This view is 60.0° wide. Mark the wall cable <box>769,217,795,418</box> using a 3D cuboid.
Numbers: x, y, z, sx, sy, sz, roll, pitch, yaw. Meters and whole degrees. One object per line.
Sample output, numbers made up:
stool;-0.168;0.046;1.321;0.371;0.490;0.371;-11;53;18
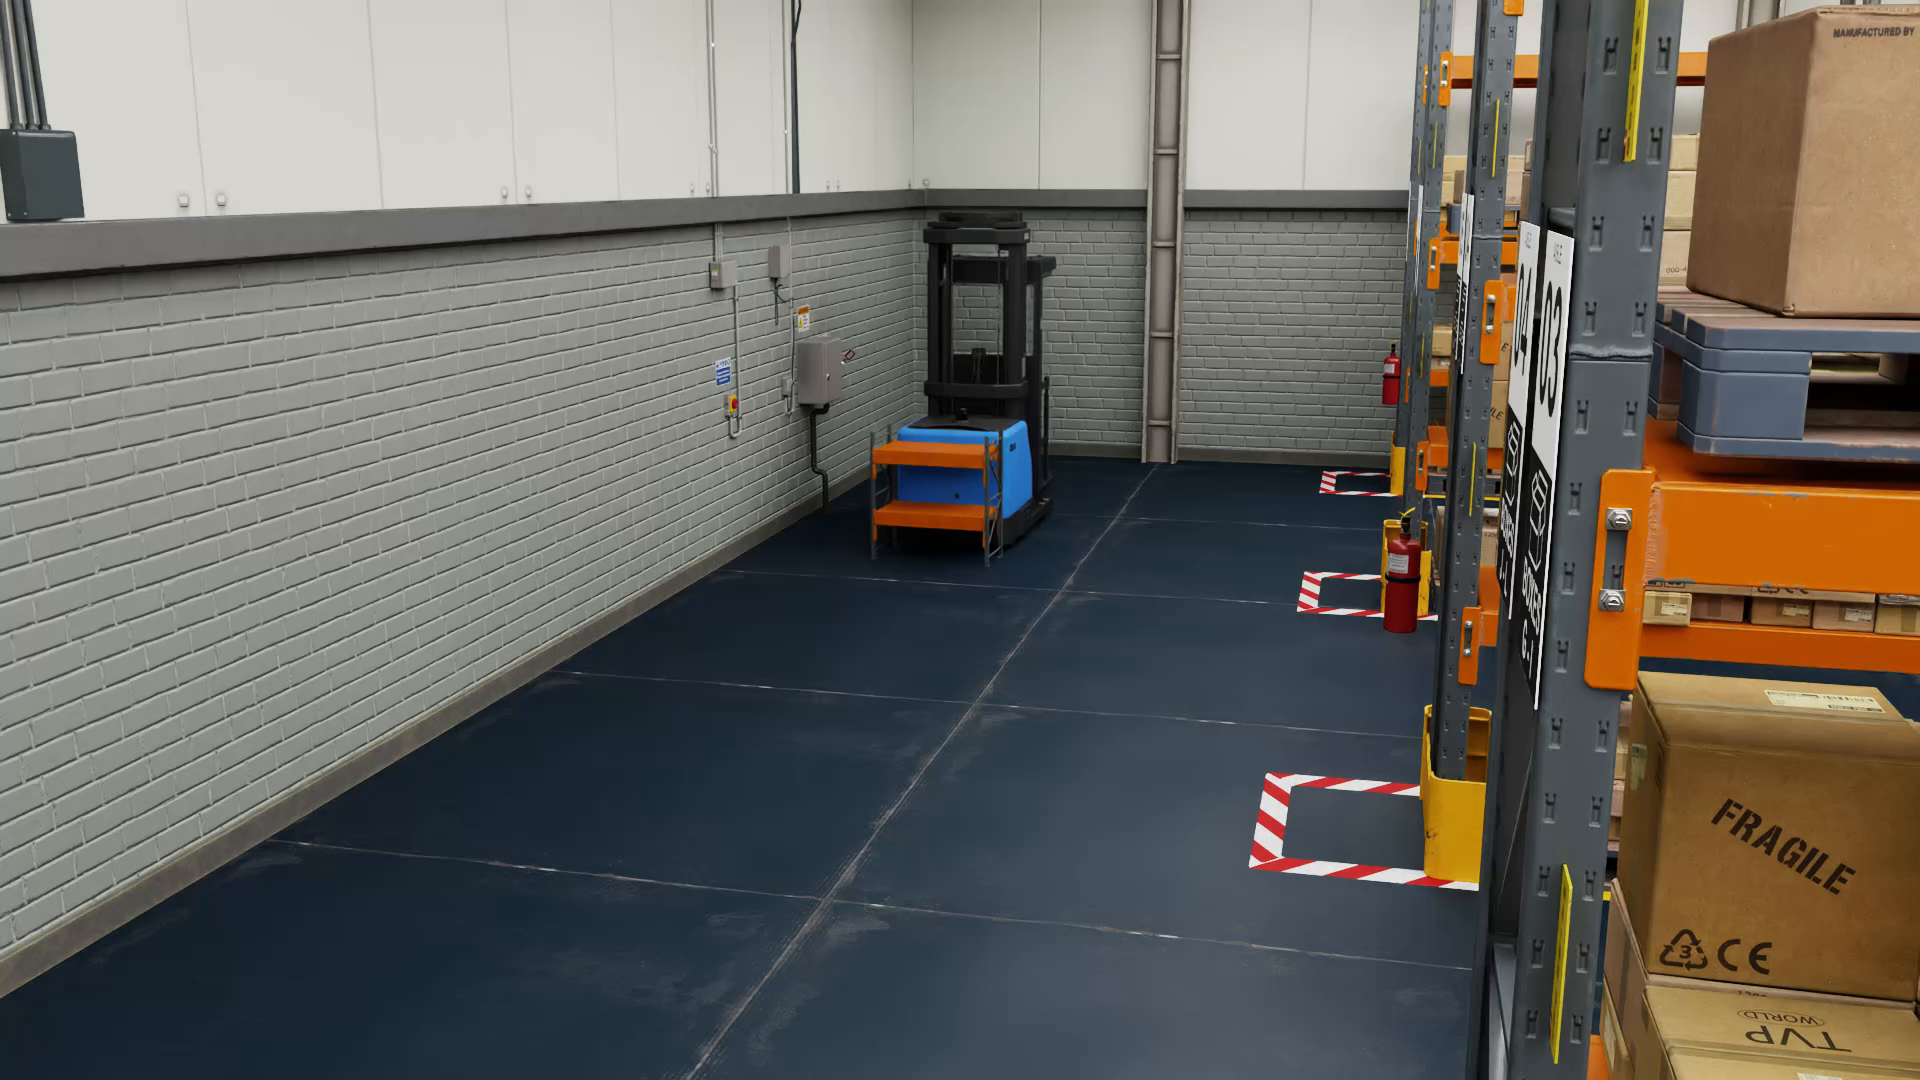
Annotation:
wall cable;-1.609;-2.095;15.404;0.122;1.984;0.588;3;13;14

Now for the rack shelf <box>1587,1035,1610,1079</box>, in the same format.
rack shelf;3.110;1.527;3.087;4.000;0.370;1.077;3;13;14

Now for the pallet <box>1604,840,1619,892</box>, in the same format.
pallet;3.308;1.449;8.216;1.213;0.211;1.003;3;13;14

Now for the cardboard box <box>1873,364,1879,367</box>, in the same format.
cardboard box;4.313;-0.487;7.276;0.500;0.500;0.500;3;13;12

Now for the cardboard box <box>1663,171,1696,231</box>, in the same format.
cardboard box;3.325;-1.497;7.322;0.500;0.250;0.500;3;13;13

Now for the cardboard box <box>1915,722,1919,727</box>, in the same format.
cardboard box;4.772;1.011;7.990;0.250;0.149;0.380;3;13;11

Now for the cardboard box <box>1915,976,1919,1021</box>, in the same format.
cardboard box;2.194;0.996;3.480;0.500;0.250;0.500;3;13;13

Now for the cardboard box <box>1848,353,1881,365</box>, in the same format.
cardboard box;4.472;-0.598;7.780;0.500;0.500;0.500;3;13;12

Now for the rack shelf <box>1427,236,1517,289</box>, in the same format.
rack shelf;5.484;-2.022;12.156;4.000;0.370;1.077;3;13;14

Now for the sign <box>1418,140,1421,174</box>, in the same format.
sign;4.598;-3.833;16.642;0.005;0.325;0.100;3;13;14

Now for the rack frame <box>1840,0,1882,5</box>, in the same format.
rack frame;8.611;-4.777;15.990;0.127;3.000;1.000;3;13;14

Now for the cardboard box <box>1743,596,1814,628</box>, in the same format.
cardboard box;3.738;0.276;7.644;0.250;0.149;0.380;3;13;13

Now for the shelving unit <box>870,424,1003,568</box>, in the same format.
shelving unit;-0.198;-0.393;14.408;1.048;1.125;0.538;4;13;16

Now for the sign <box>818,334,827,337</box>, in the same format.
sign;-1.376;-1.802;16.651;0.001;0.494;0.329;3;13;14

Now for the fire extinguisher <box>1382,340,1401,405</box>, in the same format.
fire extinguisher;4.474;-1.747;17.221;0.183;0.674;0.296;3;13;14

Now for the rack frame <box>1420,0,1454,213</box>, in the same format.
rack frame;3.542;-3.941;12.221;0.127;3.000;1.000;3;13;14

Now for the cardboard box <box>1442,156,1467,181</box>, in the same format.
cardboard box;5.099;-3.761;16.839;0.500;0.250;0.500;3;13;13

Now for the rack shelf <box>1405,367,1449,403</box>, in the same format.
rack shelf;6.670;-1.601;17.186;4.000;0.370;1.077;3;13;14

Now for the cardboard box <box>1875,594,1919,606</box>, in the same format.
cardboard box;4.319;-0.003;7.404;0.500;0.500;0.500;3;13;12

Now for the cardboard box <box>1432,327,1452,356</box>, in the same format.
cardboard box;5.104;-2.048;17.198;0.500;0.250;0.500;3;13;14

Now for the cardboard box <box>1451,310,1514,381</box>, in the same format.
cardboard box;3.940;-1.464;12.369;0.500;0.500;0.500;3;13;12

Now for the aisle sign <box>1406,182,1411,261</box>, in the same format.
aisle sign;4.591;-3.267;17.032;0.004;0.787;0.394;3;13;14

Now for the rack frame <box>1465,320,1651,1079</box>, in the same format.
rack frame;1.168;1.072;3.477;0.127;3.000;1.000;3;13;14

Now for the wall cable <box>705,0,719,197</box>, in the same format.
wall cable;-2.048;-4.177;13.284;0.029;3.000;0.463;3;13;14

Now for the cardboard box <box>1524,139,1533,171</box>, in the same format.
cardboard box;2.848;-1.840;7.950;0.250;0.149;0.380;3;13;13

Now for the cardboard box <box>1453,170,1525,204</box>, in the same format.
cardboard box;4.001;-2.653;12.485;0.500;0.250;0.500;2;13;8

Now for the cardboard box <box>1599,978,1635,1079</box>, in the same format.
cardboard box;1.593;1.144;3.733;0.250;0.149;0.380;3;13;15

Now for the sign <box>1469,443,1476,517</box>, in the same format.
sign;2.325;-0.274;7.547;0.005;0.325;0.100;3;13;14

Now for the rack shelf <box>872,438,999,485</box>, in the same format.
rack shelf;-0.198;-0.679;14.344;1.000;0.278;0.538;4;13;16

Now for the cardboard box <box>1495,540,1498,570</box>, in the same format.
cardboard box;2.839;0.114;8.374;0.250;0.149;0.380;3;13;14

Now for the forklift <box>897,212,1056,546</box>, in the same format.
forklift;0.294;-1.651;15.908;1.130;2.935;3.031;3;13;14

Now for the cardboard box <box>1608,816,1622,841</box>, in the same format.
cardboard box;3.160;1.312;8.009;0.250;0.149;0.380;3;13;13

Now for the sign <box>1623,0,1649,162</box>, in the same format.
sign;1.029;-0.742;2.525;0.005;0.325;0.100;3;13;14

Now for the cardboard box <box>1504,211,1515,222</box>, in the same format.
cardboard box;5.487;-3.307;16.871;0.250;0.149;0.380;3;13;14

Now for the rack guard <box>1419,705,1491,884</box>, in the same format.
rack guard;2.528;1.258;8.408;0.348;0.500;1.175;3;13;14

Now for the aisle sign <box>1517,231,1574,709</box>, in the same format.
aisle sign;1.026;-0.138;2.928;0.004;0.787;0.394;3;13;14

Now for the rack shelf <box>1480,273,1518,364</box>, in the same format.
rack shelf;4.396;-0.975;7.440;4.000;0.370;1.077;3;13;14

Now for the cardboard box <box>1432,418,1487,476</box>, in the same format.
cardboard box;5.299;-0.991;17.568;0.637;0.503;0.797;3;13;11

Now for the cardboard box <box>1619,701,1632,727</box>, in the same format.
cardboard box;3.259;0.930;8.357;0.250;0.149;0.380;3;13;15

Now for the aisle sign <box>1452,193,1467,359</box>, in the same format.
aisle sign;2.455;-1.302;8.175;0.004;0.787;0.394;3;13;14

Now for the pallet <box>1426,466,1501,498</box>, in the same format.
pallet;5.576;-0.650;17.675;1.213;0.211;1.003;3;13;14
